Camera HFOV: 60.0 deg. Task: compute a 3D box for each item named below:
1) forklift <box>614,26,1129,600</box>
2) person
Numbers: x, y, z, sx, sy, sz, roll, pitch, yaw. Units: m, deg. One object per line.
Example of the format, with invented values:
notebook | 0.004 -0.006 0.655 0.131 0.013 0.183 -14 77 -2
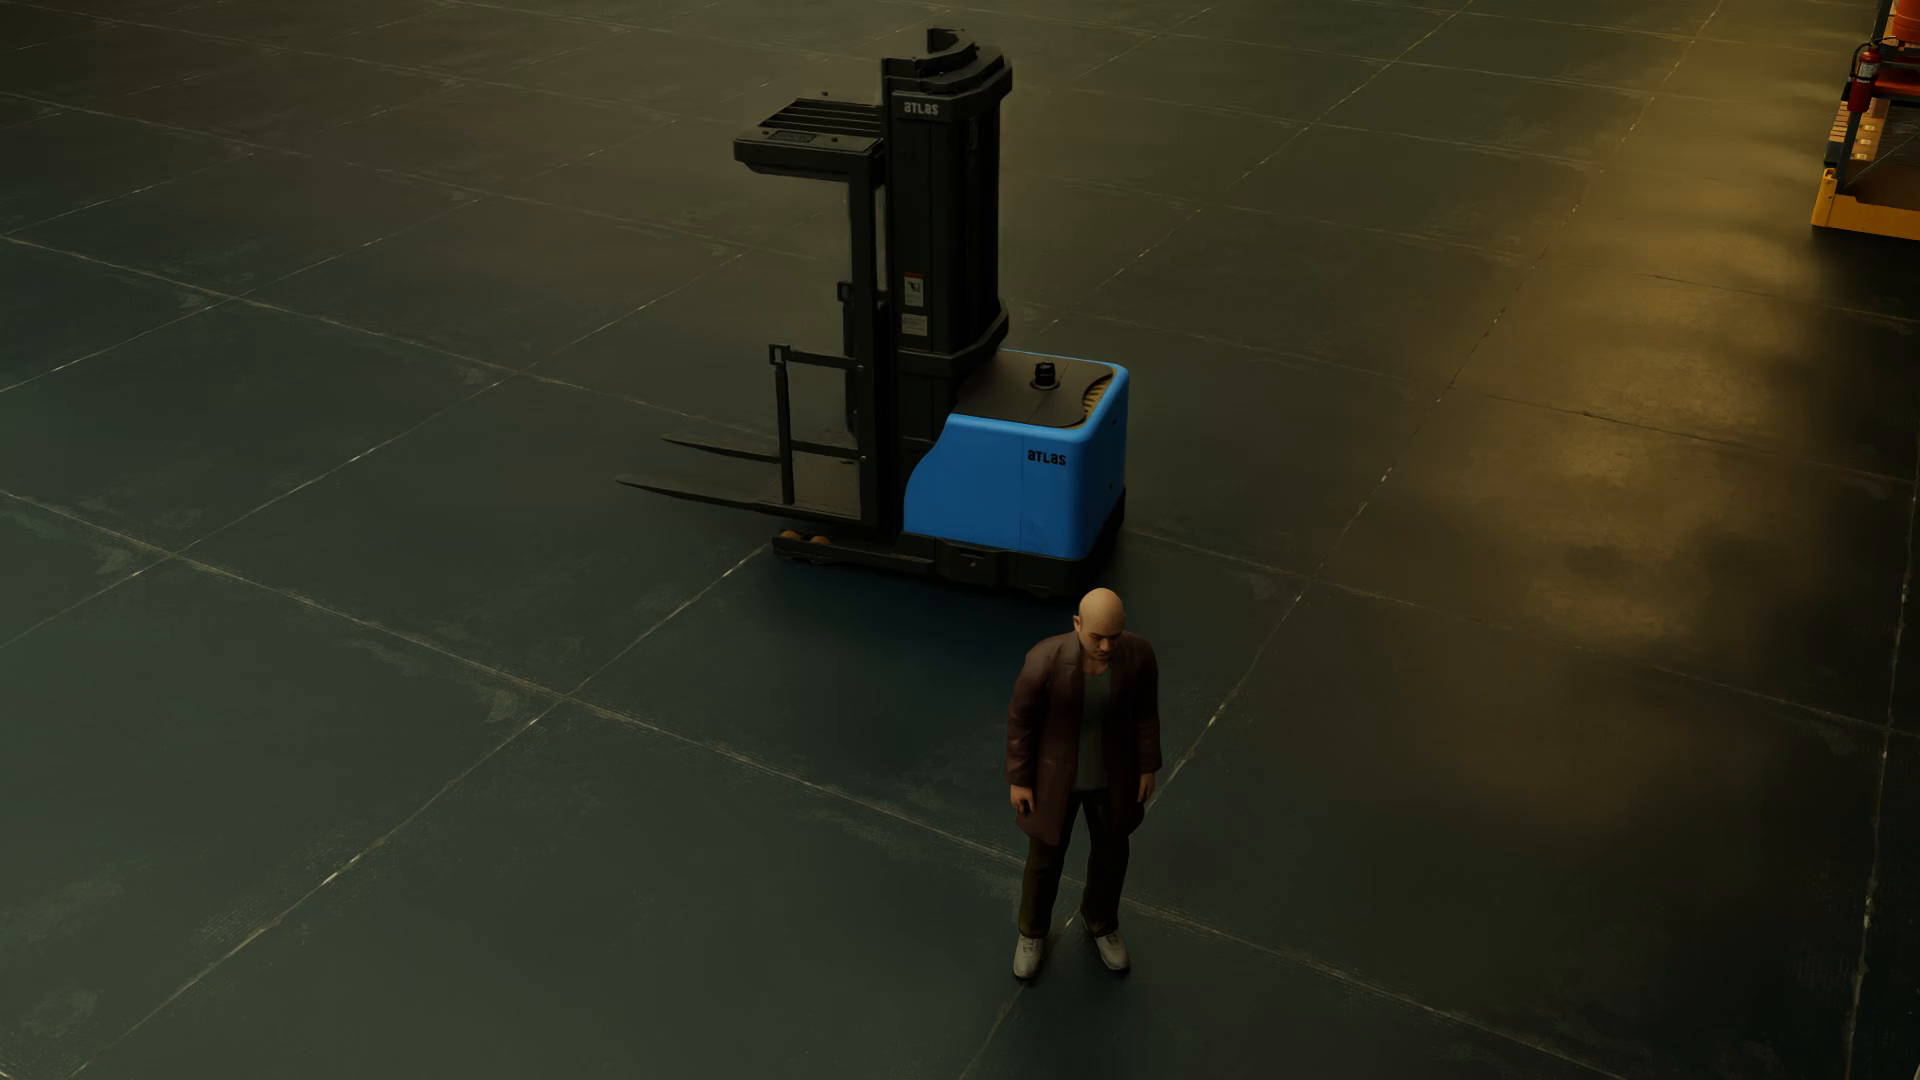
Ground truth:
forklift | -0.584 -1.363 9.432 3.031 2.935 1.130 10 31 16
person | 0.493 0.941 6.600 0.643 1.772 0.435 -5 30 -8
